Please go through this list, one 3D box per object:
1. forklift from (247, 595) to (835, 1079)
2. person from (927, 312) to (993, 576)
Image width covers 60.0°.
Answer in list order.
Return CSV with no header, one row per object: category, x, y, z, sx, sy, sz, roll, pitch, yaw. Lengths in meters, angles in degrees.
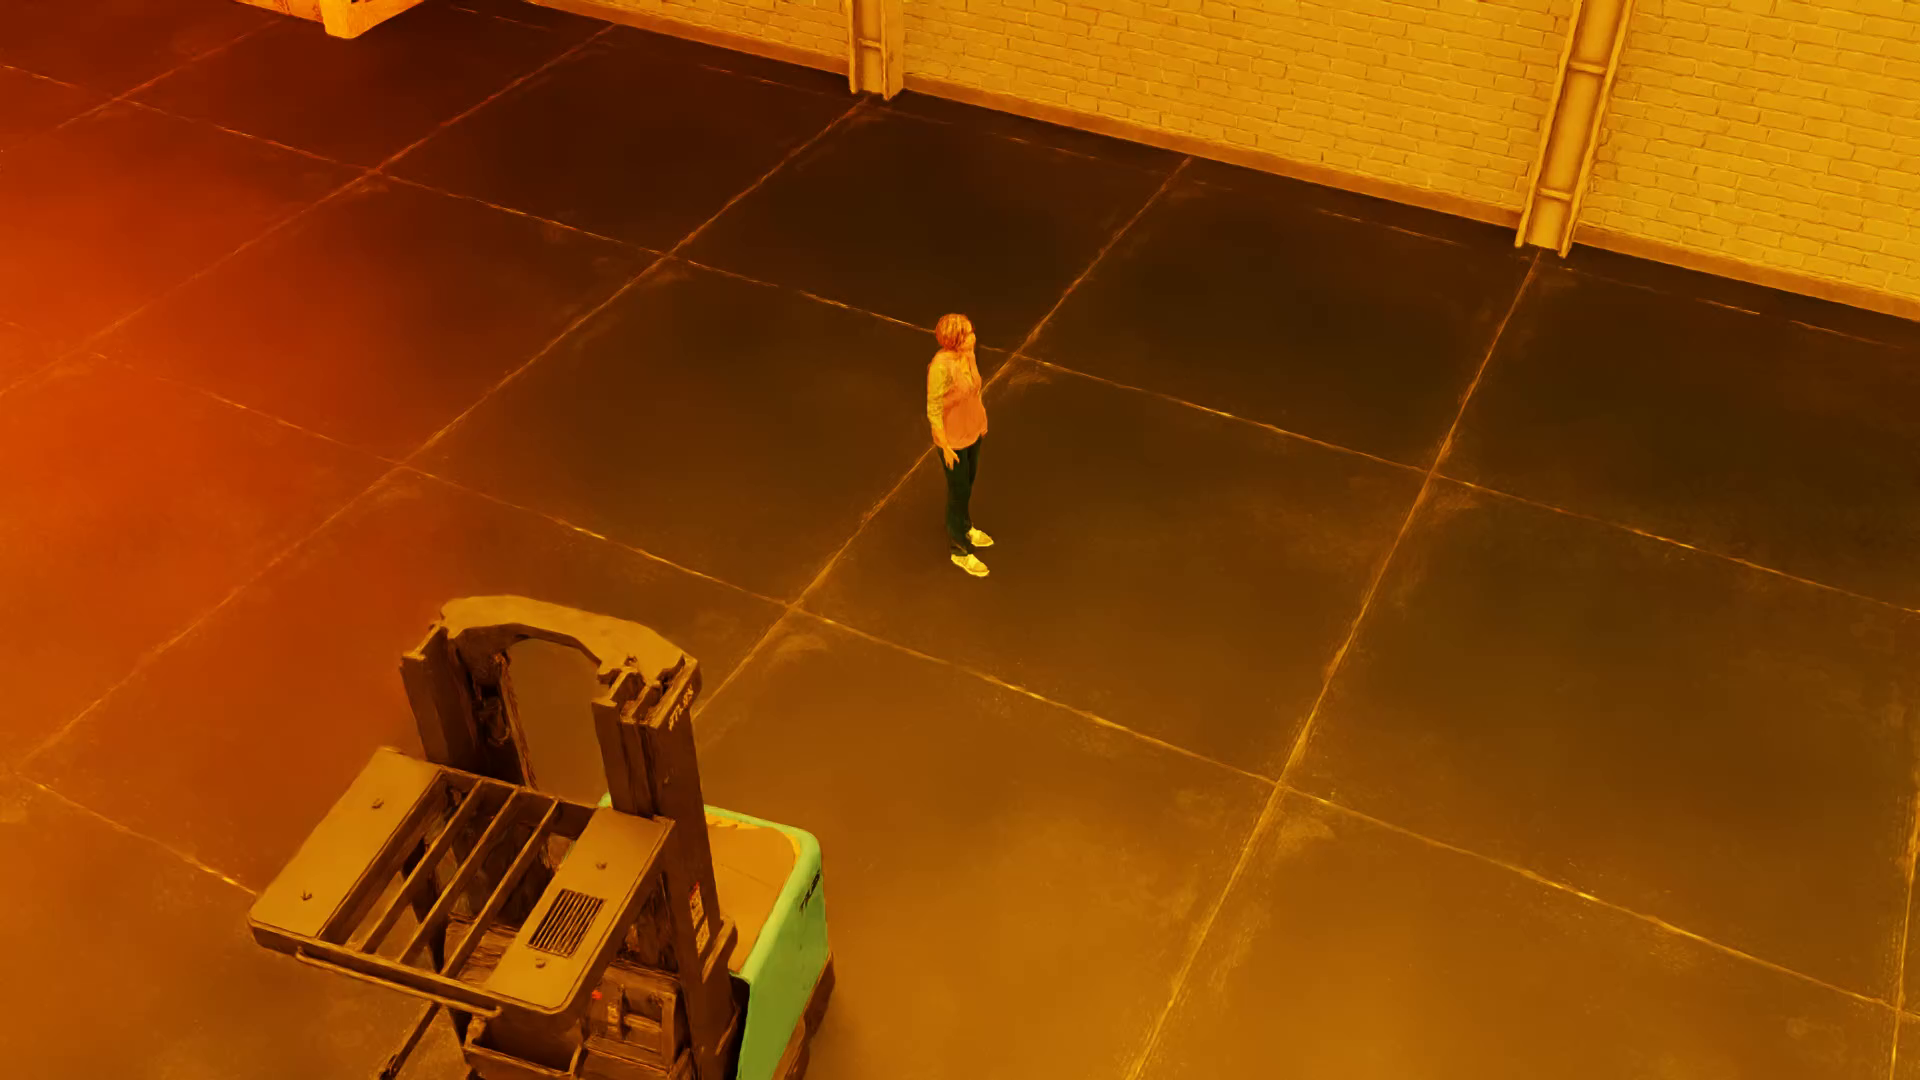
forklift,-1.519,1.763,5.893,1.130,2.935,3.031,12,42,14
person,0.059,-0.586,9.707,0.474,1.597,0.520,18,43,21
